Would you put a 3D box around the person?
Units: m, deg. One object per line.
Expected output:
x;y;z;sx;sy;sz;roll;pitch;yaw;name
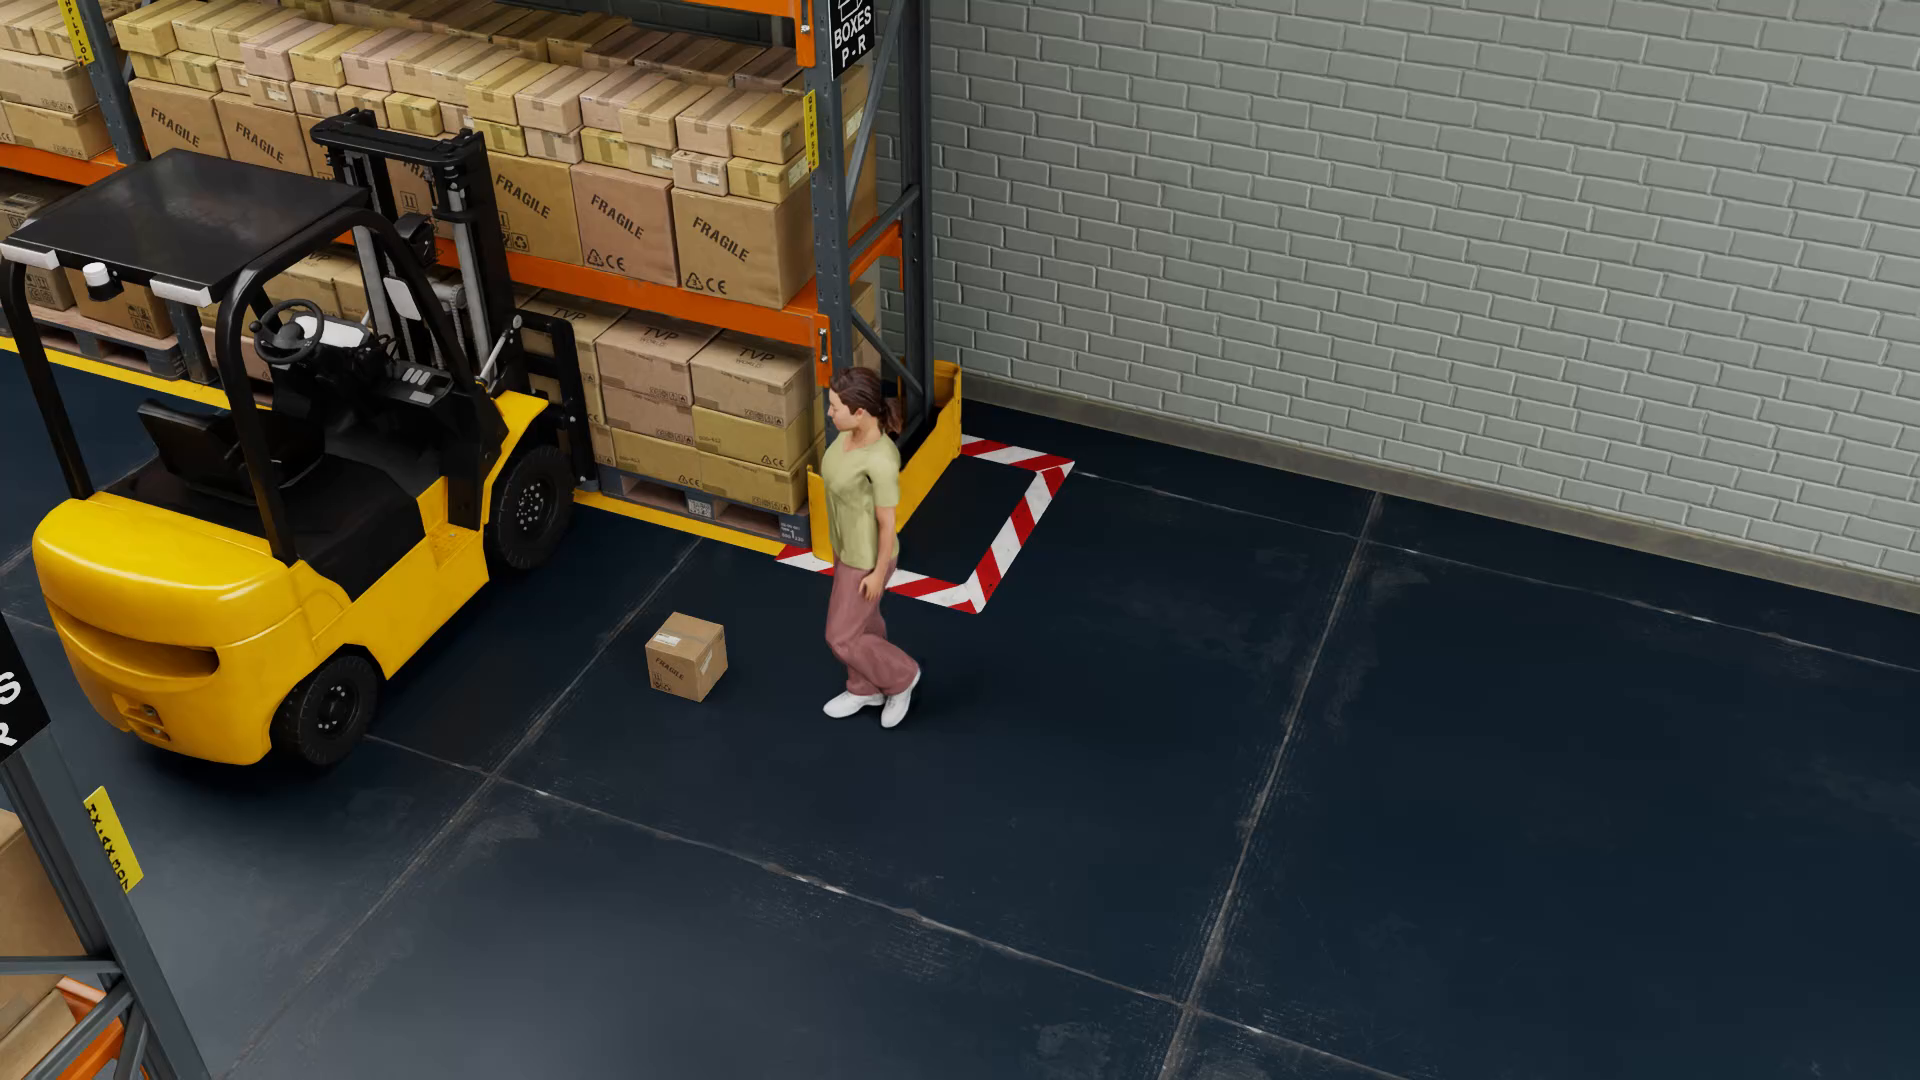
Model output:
-0.399;0.041;6.750;0.435;1.672;0.457;-14;40;-18;person
